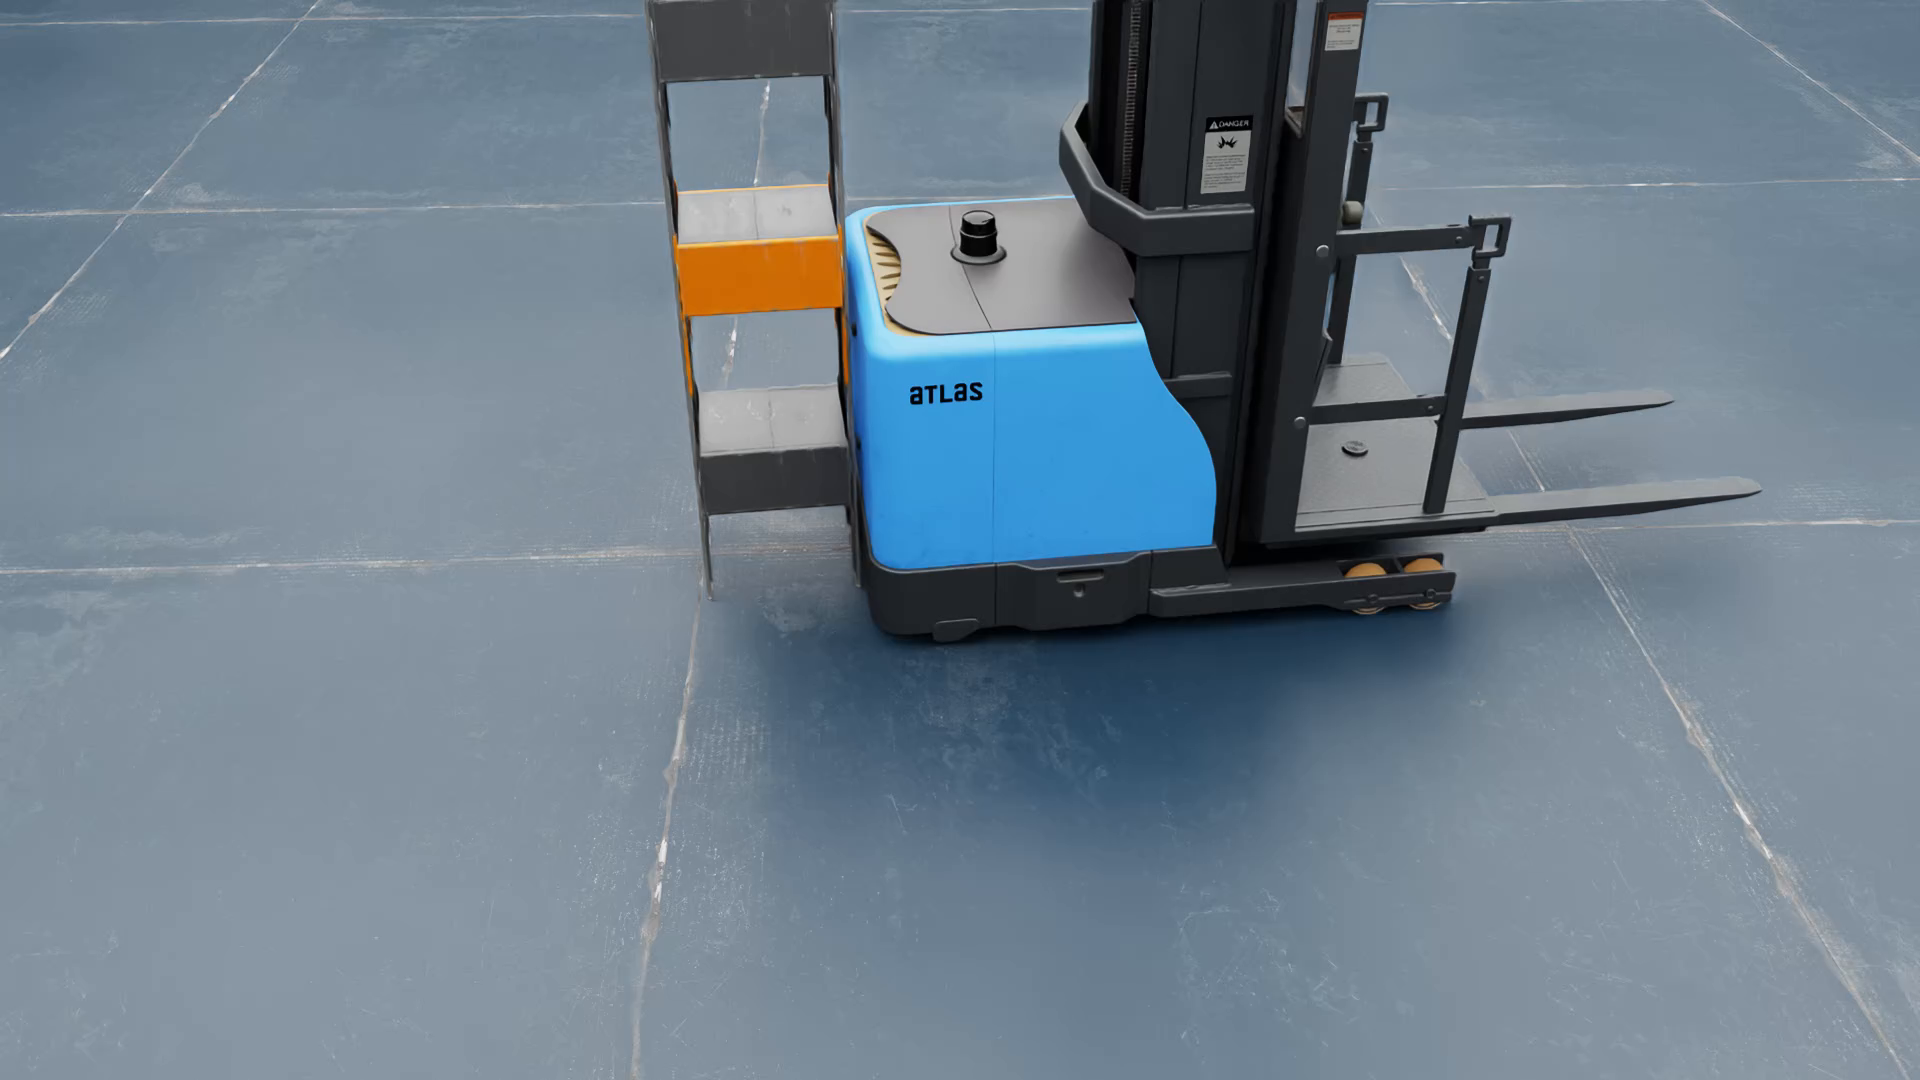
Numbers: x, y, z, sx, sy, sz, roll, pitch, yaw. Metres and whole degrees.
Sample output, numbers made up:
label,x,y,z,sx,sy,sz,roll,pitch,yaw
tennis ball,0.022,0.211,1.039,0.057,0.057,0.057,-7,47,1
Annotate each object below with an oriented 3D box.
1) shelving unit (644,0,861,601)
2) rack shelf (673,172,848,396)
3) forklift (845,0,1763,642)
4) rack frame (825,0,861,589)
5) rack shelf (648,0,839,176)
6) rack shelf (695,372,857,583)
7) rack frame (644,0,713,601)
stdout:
label,x,y,z,sx,sy,sz,roll,pitch,yaw
shelving unit,-0.606,-0.794,5.053,0.503,2.100,0.431,-5,35,-7
rack shelf,-0.606,-0.783,5.061,0.480,0.518,0.431,-5,35,-7
forklift,1.162,-1.257,4.991,3.031,2.935,1.130,-5,35,-7
rack frame,-0.364,-0.814,5.081,0.015,2.100,0.400,-5,35,-7
rack shelf,-0.606,-1.359,4.662,0.480,0.518,0.431,-5,35,-7
rack shelf,-0.606,-0.208,5.459,0.480,0.518,0.431,-5,35,-7
rack frame,-0.848,-0.775,5.025,0.015,2.100,0.400,-5,35,-7
